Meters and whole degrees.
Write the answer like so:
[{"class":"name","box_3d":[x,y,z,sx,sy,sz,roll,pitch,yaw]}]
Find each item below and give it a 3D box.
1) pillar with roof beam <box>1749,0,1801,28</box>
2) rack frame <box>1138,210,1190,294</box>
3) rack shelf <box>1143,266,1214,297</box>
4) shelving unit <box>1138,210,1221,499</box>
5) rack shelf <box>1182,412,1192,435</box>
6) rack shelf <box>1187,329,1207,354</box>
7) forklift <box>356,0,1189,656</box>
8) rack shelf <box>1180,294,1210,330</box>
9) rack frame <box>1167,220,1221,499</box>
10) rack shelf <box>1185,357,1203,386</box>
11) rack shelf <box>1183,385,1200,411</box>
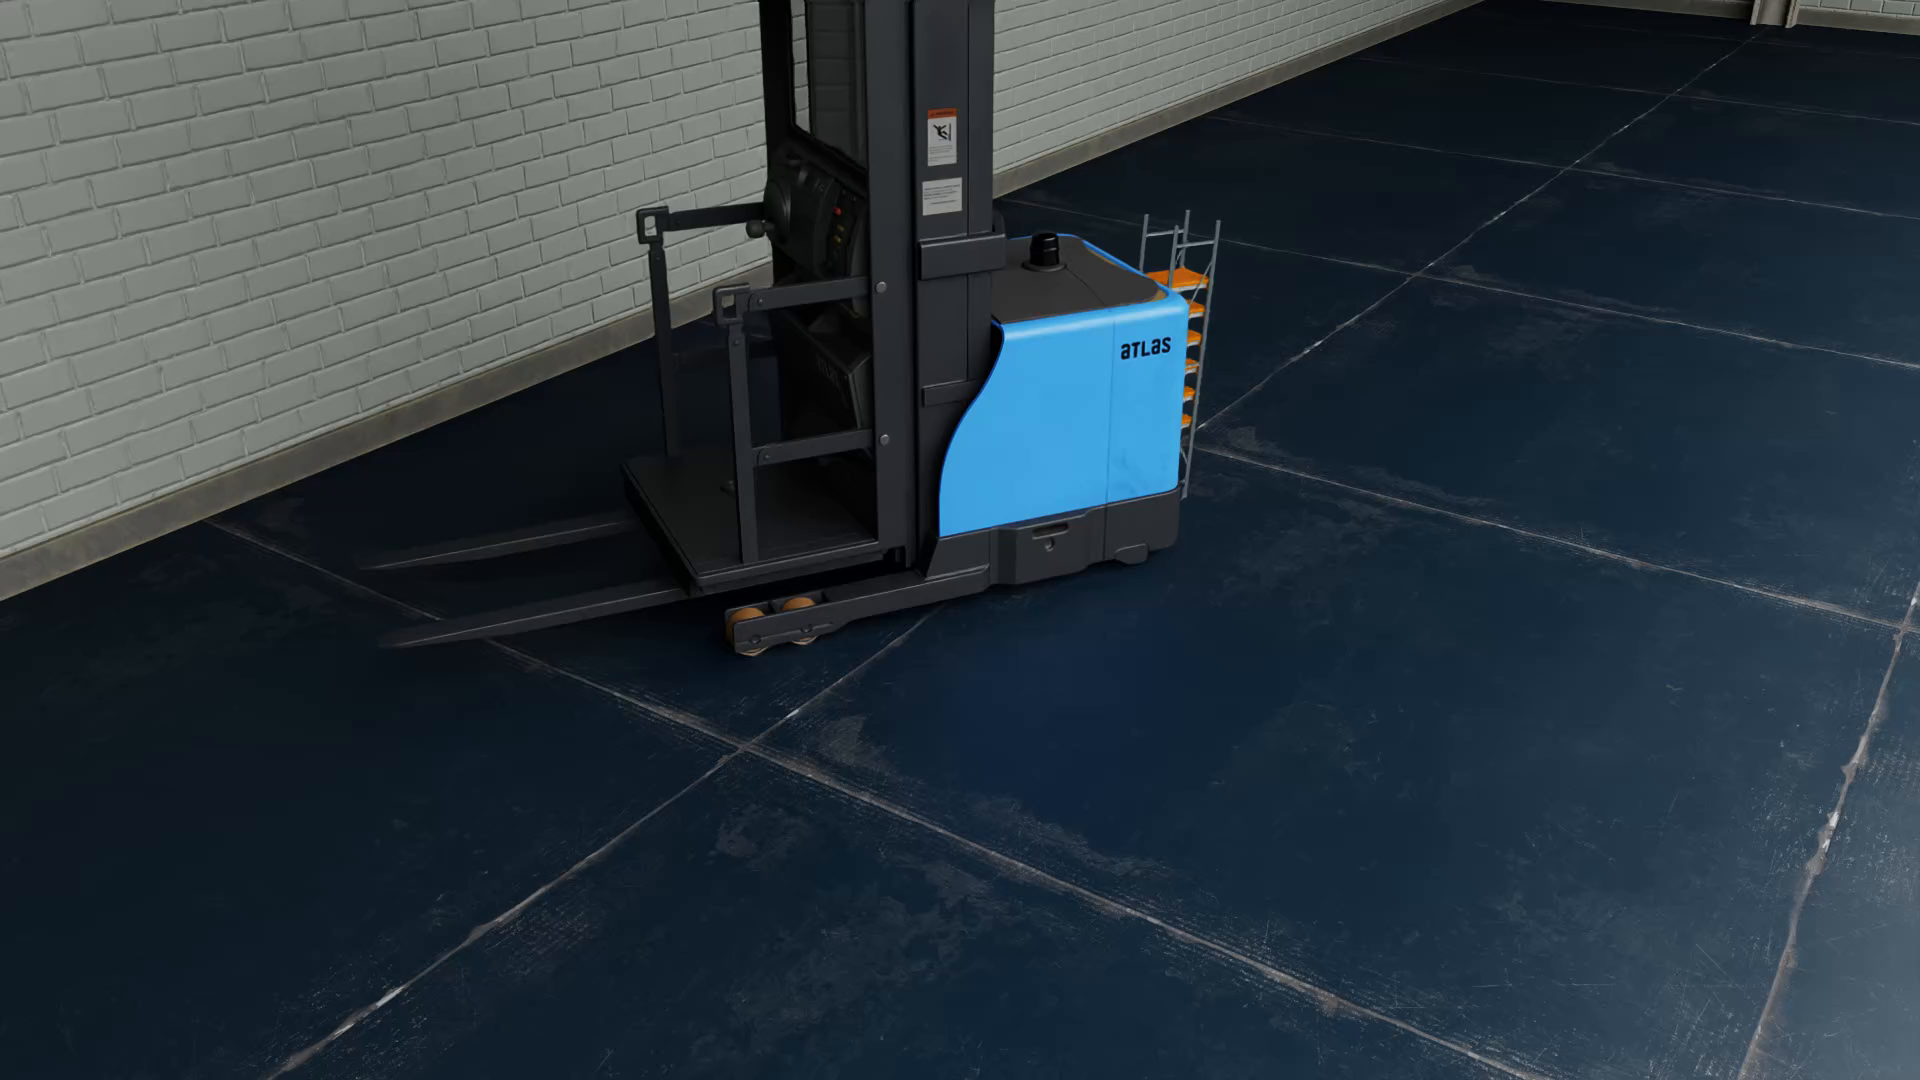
[{"class":"pillar with roof beam","box_3d":[6.023,-7.774,12.104,0.400,9.000,9.100,17,32,30]},{"class":"rack frame","box_3d":[0.797,-0.771,6.922,0.240,1.200,0.006,-13,29,-32]},{"class":"rack shelf","box_3d":[0.866,-1.023,6.723,0.258,0.103,0.180,-13,29,-32]},{"class":"shelving unit","box_3d":[0.848,-0.736,6.855,0.258,1.200,0.189,-13,29,-32]},{"class":"rack shelf","box_3d":[0.832,-0.478,6.973,0.258,0.103,0.180,-13,29,-32]},{"class":"rack shelf","box_3d":[0.853,-0.805,6.823,0.258,0.103,0.180,-13,29,-32]},{"class":"forklift","box_3d":[-0.696,-1.167,5.811,3.031,2.935,1.130,-11,29,-21]},{"class":"rack shelf","box_3d":[0.859,-0.914,6.773,0.258,0.103,0.180,-13,29,-32]},{"class":"rack frame","box_3d":[0.900,-0.702,6.787,0.240,1.200,0.006,-13,29,-32]},{"class":"rack shelf","box_3d":[0.846,-0.696,6.873,0.258,0.103,0.180,-13,29,-32]},{"class":"rack shelf","box_3d":[0.839,-0.587,6.923,0.258,0.103,0.180,-13,29,-32]}]
